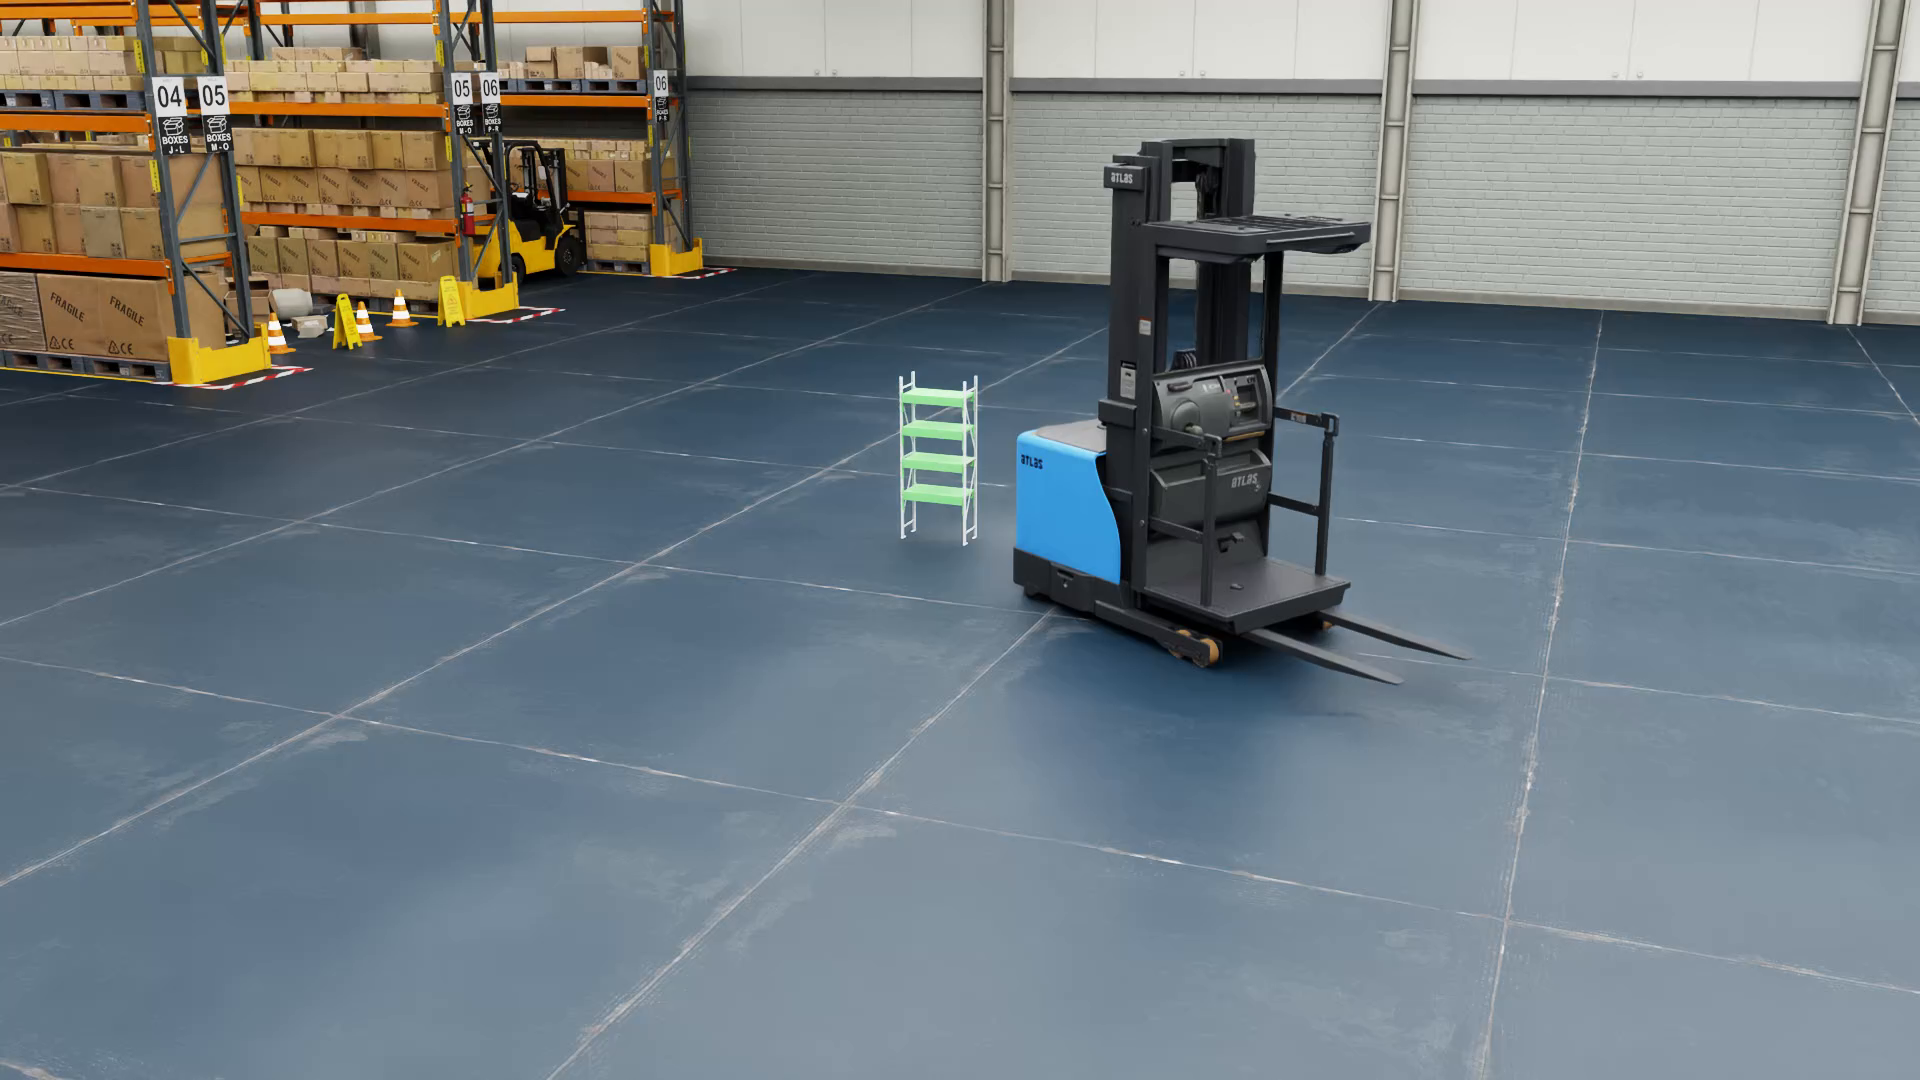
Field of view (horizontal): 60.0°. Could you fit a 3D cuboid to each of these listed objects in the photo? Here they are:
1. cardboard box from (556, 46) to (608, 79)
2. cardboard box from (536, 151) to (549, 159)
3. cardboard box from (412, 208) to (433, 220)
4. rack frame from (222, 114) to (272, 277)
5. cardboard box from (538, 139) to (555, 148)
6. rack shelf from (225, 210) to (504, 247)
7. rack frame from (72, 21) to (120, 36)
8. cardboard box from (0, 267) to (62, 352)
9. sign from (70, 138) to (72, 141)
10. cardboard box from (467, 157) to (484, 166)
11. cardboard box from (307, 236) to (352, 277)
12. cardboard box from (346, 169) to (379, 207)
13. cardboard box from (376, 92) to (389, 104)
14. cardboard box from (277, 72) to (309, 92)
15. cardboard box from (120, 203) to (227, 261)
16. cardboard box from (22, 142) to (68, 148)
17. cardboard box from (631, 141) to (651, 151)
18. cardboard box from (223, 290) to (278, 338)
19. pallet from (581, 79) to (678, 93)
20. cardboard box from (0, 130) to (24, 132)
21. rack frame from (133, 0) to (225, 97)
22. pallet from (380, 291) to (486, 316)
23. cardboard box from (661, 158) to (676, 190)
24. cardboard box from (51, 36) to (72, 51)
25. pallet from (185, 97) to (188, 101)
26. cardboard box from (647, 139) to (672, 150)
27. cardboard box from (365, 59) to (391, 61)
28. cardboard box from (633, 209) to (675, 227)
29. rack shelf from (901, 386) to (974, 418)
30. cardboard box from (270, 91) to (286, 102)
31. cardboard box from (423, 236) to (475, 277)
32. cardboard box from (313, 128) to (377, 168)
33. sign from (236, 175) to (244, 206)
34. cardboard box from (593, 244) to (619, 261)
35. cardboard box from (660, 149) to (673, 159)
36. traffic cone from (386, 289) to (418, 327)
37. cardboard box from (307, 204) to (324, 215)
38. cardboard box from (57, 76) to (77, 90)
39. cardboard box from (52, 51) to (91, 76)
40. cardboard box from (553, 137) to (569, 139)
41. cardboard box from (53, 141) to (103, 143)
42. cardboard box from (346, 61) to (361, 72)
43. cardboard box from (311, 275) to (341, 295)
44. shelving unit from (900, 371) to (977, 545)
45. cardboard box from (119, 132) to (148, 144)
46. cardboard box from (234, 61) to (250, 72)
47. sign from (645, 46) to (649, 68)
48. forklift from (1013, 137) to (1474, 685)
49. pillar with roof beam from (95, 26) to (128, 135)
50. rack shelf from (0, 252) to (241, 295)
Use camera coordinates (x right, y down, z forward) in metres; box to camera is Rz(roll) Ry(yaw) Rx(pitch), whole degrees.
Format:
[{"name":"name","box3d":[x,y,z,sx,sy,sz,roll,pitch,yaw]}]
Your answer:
[{"name":"cardboard box","box3d":[-6.096,-7.713,26.871,0.500,0.500,0.700,6,17,21]},{"name":"cardboard box","box3d":[-6.769,-6.367,27.382,0.250,0.149,0.380,6,17,19]},{"name":"cardboard box","box3d":[-7.199,-4.434,22.517,0.250,0.149,0.380,6,17,20]},{"name":"rack frame","box3d":[-10.218,-4.984,23.961,0.127,3.000,1.000,6,17,21]},{"name":"cardboard box","box3d":[-6.746,-6.532,27.418,0.250,0.149,0.380,6,17,21]},{"name":"rack shelf","box3d":[-8.357,-4.434,23.356,4.000,0.370,1.077,6,17,21]},{"name":"rack frame","box3d":[-15.842,-9.971,30.379,0.127,3.000,1.000,6,17,21]},{"name":"cardboard box","box3d":[-10.541,-2.697,19.142,0.875,0.875,0.875,6,17,21]},{"name":"sign","box3d":[-13.748,-6.053,25.708,0.005,0.325,0.100,6,17,21]},{"name":"cardboard box","box3d":[-8.083,-6.206,27.993,0.500,0.500,0.500,6,17,19]},{"name":"cardboard box","box3d":[-8.784,-3.990,23.370,0.500,0.500,0.500,7,18,24]},{"name":"cardboard box","box3d":[-8.031,-4.854,22.801,0.500,0.500,0.500,6,17,20]},{"name":"cardboard box","box3d":[-7.621,-5.955,22.375,0.250,0.149,0.380,6,17,21]},{"name":"cardboard box","box3d":[-8.964,-6.274,22.761,0.500,0.250,0.500,6,17,21]},{"name":"cardboard box","box3d":[-8.581,-3.379,18.163,0.550,0.550,0.875,6,17,21]},{"name":"cardboard box","box3d":[-13.605,-5.680,24.891,0.500,0.500,0.500,6,17,19]},{"name":"cardboard box","box3d":[-5.089,-6.347,26.779,0.250,0.149,0.380,6,17,21]},{"name":"cardboard box","box3d":[-9.060,-2.899,21.257,0.637,0.503,0.797,-5,17,-18]},{"name":"pallet","box3d":[-5.327,-7.340,26.853,1.213,0.211,1.003,6,17,21]},{"name":"cardboard box","box3d":[-14.773,-6.083,25.775,0.500,0.500,0.500,6,17,21]},{"name":"rack frame","box3d":[-8.219,-6.162,17.257,0.127,3.000,1.000,6,17,21]},{"name":"pallet","box3d":[-7.310,-3.336,23.285,1.213,0.211,1.003,6,17,21]},{"name":"cardboard box","box3d":[-5.038,-6.033,27.396,0.500,0.500,0.500,7,18,22]},{"name":"cardboard box","box3d":[-9.368,-5.258,17.612,0.250,0.149,0.380,7,17,22]},{"name":"pallet","box3d":[-10.753,-6.425,23.881,1.003,0.211,1.213,6,17,21]},{"name":"cardboard box","box3d":[-4.913,-6.455,27.150,0.250,0.149,0.380,6,17,20]},{"name":"cardboard box","box3d":[-9.877,-8.008,28.226,0.500,0.311,0.500,6,17,19]},{"name":"cardboard box","box3d":[-5.057,-5.322,27.511,0.500,0.250,0.500,6,17,20]},{"name":"rack shelf","box3d":[-0.154,-0.993,11.949,0.480,0.148,0.258,6,17,21]},{"name":"cardboard box","box3d":[-9.305,-6.134,22.994,0.250,0.149,0.380,7,18,22]},{"name":"cardboard box","box3d":[-7.168,-3.973,23.311,0.500,0.500,0.500,6,17,19]},{"name":"cardboard box","box3d":[-8.445,-5.408,22.914,0.500,0.500,0.700,6,17,20]},{"name":"sign","box3d":[-8.010,-3.878,18.455,0.005,0.325,0.100,6,17,21]},{"name":"cardboard box","box3d":[-5.691,-4.763,27.379,0.500,0.250,0.500,6,17,21]},{"name":"cardboard box","box3d":[-4.899,-6.324,27.234,0.250,0.149,0.380,6,17,19]},{"name":"traffic cone","box3d":[-7.370,-3.066,21.904,0.334,0.463,0.336,6,17,21]},{"name":"cardboard box","box3d":[-8.856,-4.614,23.139,0.250,0.149,0.380,6,17,21]},{"name":"cardboard box","box3d":[-9.361,-4.874,17.721,0.250,0.149,0.380,6,17,21]},{"name":"cardboard box","box3d":[-9.242,-5.071,17.682,0.500,0.250,0.500,6,17,21]},{"name":"cardboard box","box3d":[-6.588,-6.646,27.811,0.250,0.149,0.380,7,18,22]},{"name":"cardboard box","box3d":[-13.414,-5.811,25.344,0.500,0.500,0.500,6,17,19]},{"name":"cardboard box","box3d":[-8.065,-6.393,22.455,0.250,0.149,0.380,6,17,19]},{"name":"cardboard box","box3d":[-8.773,-3.629,23.474,0.500,0.250,0.500,6,17,20]},{"name":"shelving unit","box3d":[-0.154,-0.593,12.065,0.503,1.200,0.258,6,17,21]},{"name":"cardboard box","box3d":[-12.313,-6.003,24.841,0.250,0.149,0.380,5,17,18]},{"name":"cardboard box","box3d":[-9.792,-6.551,22.998,0.250,0.149,0.380,7,18,22]},{"name":"sign","box3d":[-4.891,-7.551,25.977,0.005,0.325,0.100,6,17,21]},{"name":"forklift","box3d":[1.646,-0.827,9.764,1.130,2.935,3.031,-12,20,-36]},{"name":"pillar with roof beam","box3d":[-17.739,-9.159,27.584,0.400,9.000,9.100,6,17,21]},{"name":"rack shelf","box3d":[-10.079,-3.140,18.899,4.000,0.370,1.077,6,17,21]}]
